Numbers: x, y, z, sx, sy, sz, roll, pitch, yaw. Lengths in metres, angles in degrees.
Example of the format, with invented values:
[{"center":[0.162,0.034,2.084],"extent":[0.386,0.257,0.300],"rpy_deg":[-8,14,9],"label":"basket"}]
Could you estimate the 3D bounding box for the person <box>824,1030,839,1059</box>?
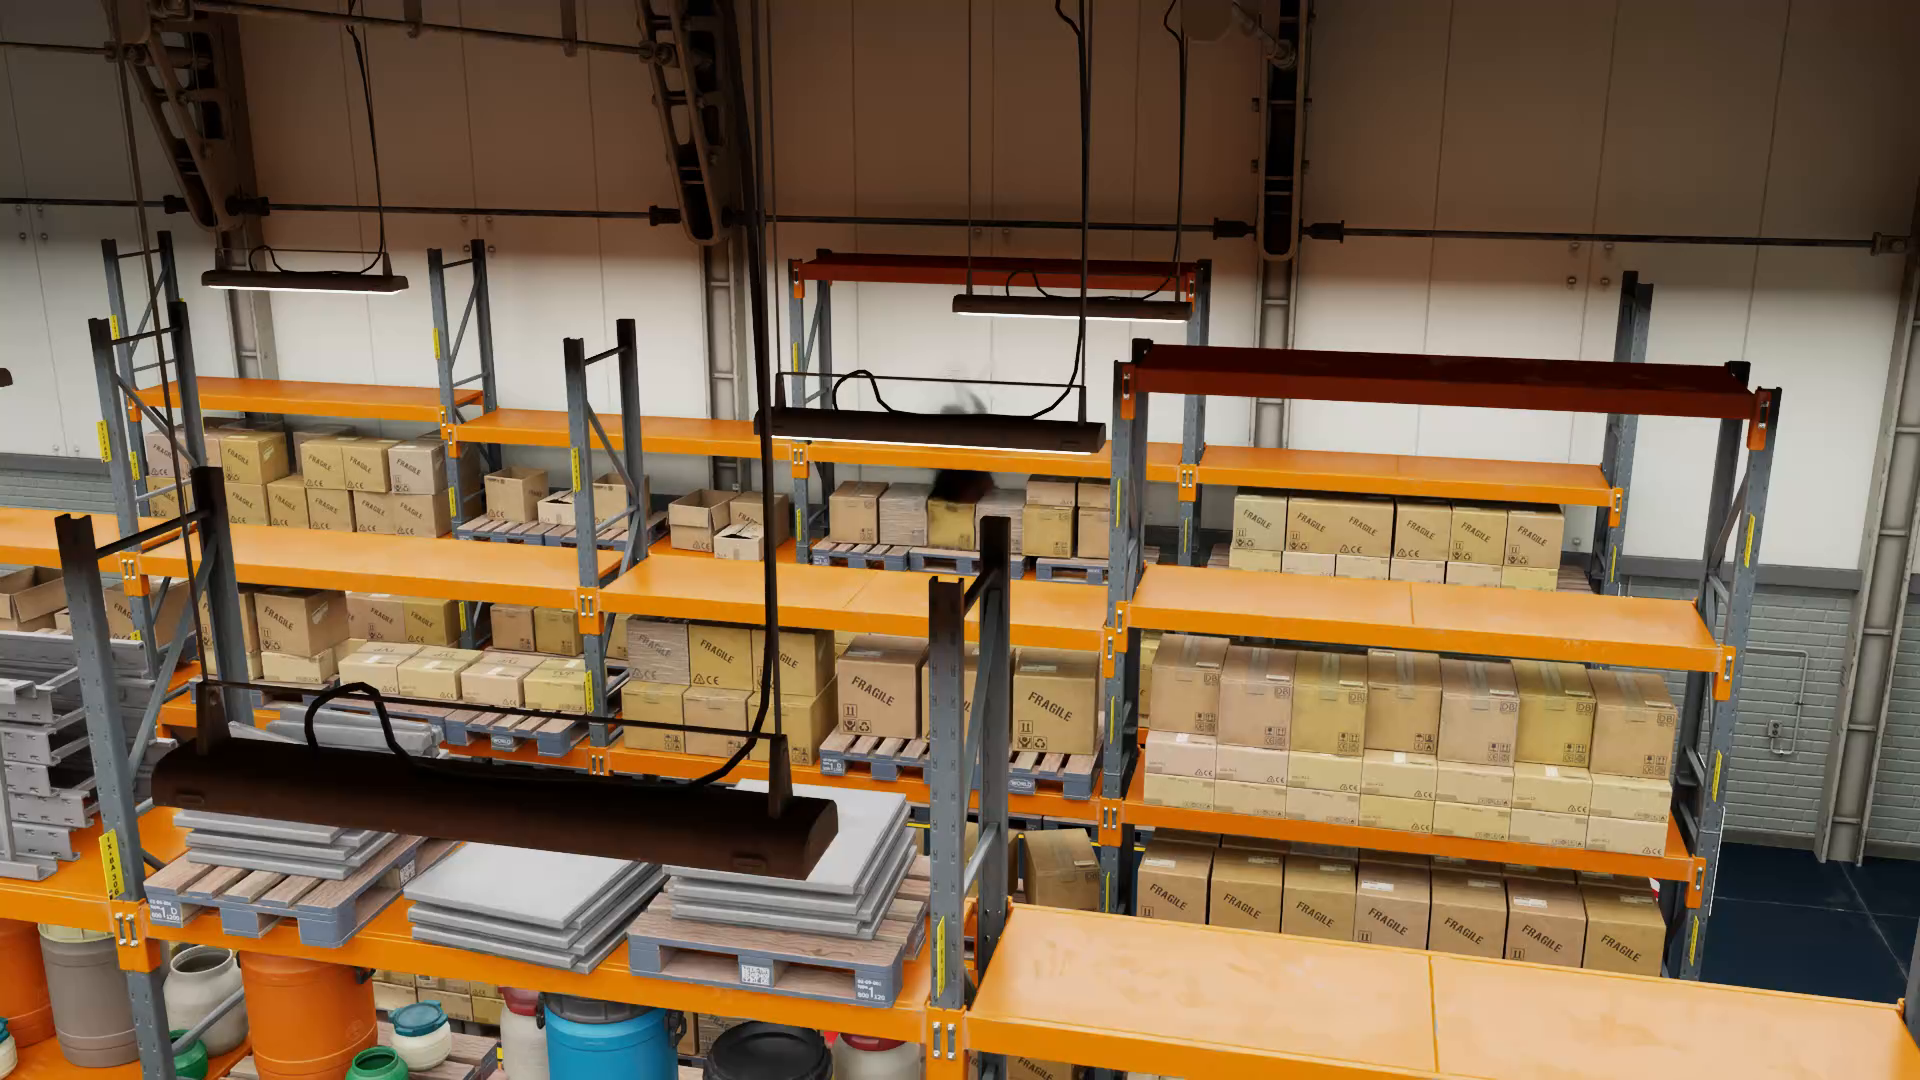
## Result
[{"center":[-0.768,4.050,11.227],"extent":[0.980,1.787,0.659],"rpy_deg":[2,16,6],"label":"person"}]
